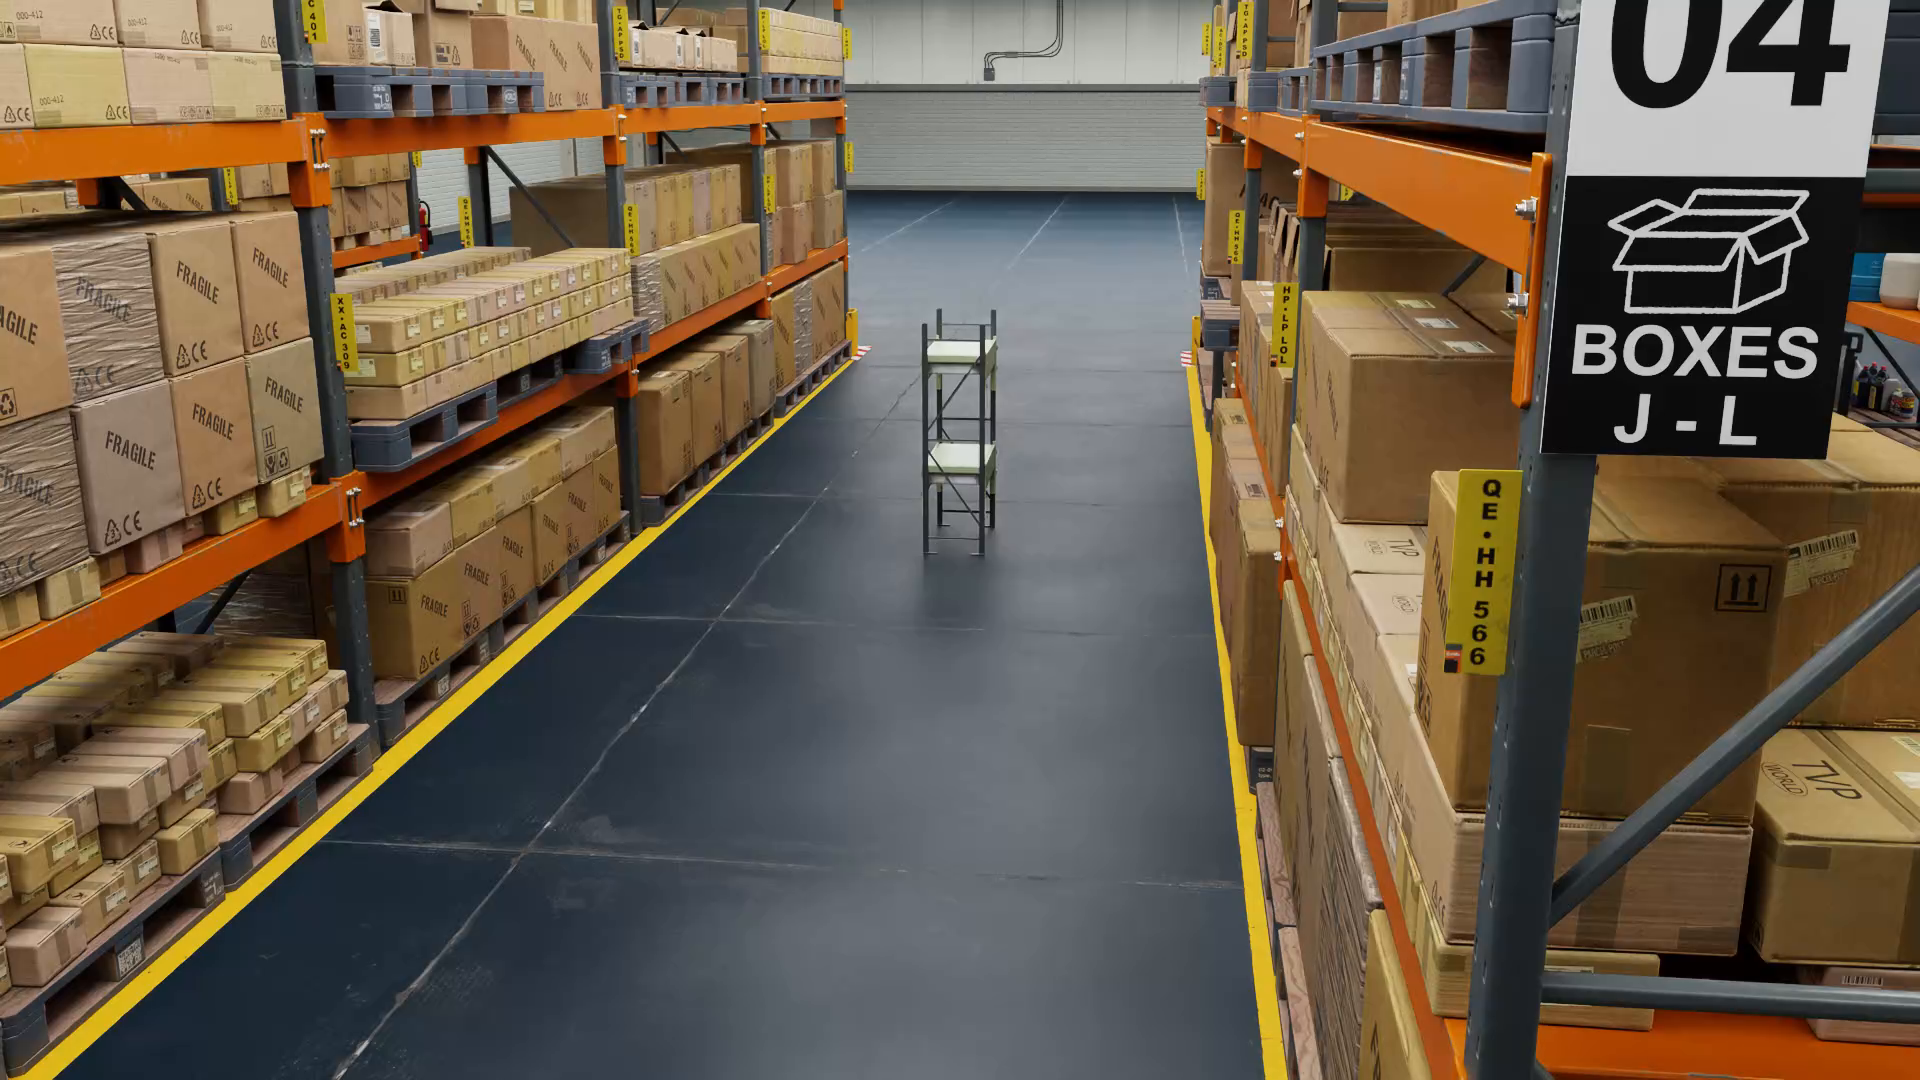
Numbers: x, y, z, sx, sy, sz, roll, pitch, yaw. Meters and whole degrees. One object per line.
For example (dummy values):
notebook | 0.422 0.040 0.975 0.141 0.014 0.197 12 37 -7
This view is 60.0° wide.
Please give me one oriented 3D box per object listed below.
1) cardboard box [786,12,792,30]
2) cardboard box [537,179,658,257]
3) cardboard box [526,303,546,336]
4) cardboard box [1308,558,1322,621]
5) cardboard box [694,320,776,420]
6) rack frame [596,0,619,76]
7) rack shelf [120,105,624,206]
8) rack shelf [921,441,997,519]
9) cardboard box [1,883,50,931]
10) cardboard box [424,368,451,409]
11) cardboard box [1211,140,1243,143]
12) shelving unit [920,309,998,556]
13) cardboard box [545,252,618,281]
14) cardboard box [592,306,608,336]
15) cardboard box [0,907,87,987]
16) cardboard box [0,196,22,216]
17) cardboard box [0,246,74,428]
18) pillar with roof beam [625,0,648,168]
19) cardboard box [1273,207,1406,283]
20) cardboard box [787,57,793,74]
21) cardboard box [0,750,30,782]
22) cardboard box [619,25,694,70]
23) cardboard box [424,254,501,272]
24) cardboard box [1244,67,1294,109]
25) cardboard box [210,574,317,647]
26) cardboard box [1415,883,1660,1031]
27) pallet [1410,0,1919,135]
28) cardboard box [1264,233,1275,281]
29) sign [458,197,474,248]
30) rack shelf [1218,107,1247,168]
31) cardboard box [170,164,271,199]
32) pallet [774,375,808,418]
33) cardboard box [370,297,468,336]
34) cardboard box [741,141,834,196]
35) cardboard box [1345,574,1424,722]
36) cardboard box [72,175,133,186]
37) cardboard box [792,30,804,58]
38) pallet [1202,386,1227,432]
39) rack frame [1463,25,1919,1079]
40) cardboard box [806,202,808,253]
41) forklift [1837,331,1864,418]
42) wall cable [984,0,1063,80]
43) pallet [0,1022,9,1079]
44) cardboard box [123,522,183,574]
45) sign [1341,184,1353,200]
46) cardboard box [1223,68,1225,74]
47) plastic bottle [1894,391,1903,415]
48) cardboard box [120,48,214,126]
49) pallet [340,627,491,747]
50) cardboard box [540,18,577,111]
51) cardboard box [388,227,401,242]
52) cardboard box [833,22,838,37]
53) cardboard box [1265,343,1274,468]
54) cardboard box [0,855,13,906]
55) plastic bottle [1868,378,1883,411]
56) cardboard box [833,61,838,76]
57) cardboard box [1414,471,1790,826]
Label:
cardboard box | -1.757 -4.785 15.321 0.380 0.149 0.250 1 15 5
cardboard box | -2.555 -2.281 11.743 0.700 0.500 0.500 1 15 5
cardboard box | -2.447 -1.184 8.902 0.380 0.149 0.250 1 15 5
cardboard box | 1.315 0.167 5.280 0.380 0.149 0.250 1 15 5
cardboard box | -2.201 -1.493 14.442 1.050 0.750 0.750 2 15 6
rack frame | -2.672 -4.398 10.188 1.000 3.000 0.127 2 15 6
rack shelf | -2.897 -2.084 8.756 1.077 0.370 4.000 2 15 6
rack shelf | 0.001 -0.411 11.058 0.431 0.370 0.720 2 15 6
cardboard box | -3.172 1.132 5.316 0.380 0.149 0.250 2 15 9
cardboard box | -2.596 -0.707 7.707 0.380 0.149 0.250 2 15 7
cardboard box | 2.646 -3.556 15.889 0.500 0.500 0.500 2 15 6
shelving unit | 0.001 -0.726 10.973 0.431 1.500 0.755 2 15 6
cardboard box | -2.302 -1.665 10.111 0.380 0.149 0.250 2 15 6
cardboard box | -2.329 -1.311 9.942 0.380 0.149 0.250 2 15 7
cardboard box | -3.041 1.291 5.300 0.380 0.149 0.250 1 15 4
cardboard box | -7.269 -2.262 12.214 0.500 0.500 0.500 2 15 9
cardboard box | -3.074 -0.608 4.988 0.500 0.500 0.500 1 15 4
pillar with roof beam | -4.943 -14.238 46.578 9.100 9.000 0.400 2 15 6
cardboard box | 2.070 -1.504 8.866 0.797 0.503 0.637 2 15 8
cardboard box | -1.756 -4.399 15.422 0.380 0.149 0.250 1 15 5
cardboard box | -3.503 0.846 5.803 0.380 0.149 0.250 1 15 4
cardboard box | -2.257 -3.603 12.167 0.500 0.311 0.500 1 15 5
cardboard box | -2.976 -1.624 9.957 0.380 0.149 0.250 2 15 6
cardboard box | 2.055 -2.836 10.445 0.500 0.250 0.500 2 15 6
cardboard box | -3.290 0.340 8.144 0.500 0.500 0.500 1 15 5
cardboard box | 1.056 0.764 3.071 0.380 0.149 0.250 2 15 7
pallet | 1.416 -0.853 2.994 1.003 0.211 1.213 2 15 6
cardboard box | 2.266 -1.722 10.789 0.500 0.500 0.500 0 15 -1
sign | -3.224 -2.077 10.878 0.100 0.325 0.005 2 15 6
rack shelf | 2.471 -2.949 11.955 1.077 0.370 4.000 2 15 6
cardboard box | -6.885 -3.442 15.466 0.700 0.500 0.500 2 15 6
pallet | -2.057 -1.389 15.893 1.003 0.211 1.213 2 15 6
cardboard box | -2.565 -1.061 7.877 0.380 0.149 0.250 2 15 7
cardboard box | -1.820 -3.930 17.595 0.875 0.550 0.550 2 15 6
cardboard box | 1.249 0.277 4.110 0.500 0.250 0.500 1 15 4
cardboard box | -7.050 -2.990 13.664 0.380 0.149 0.250 1 15 4
cardboard box | -1.775 -4.690 15.736 0.500 0.250 0.500 2 15 6
pallet | 2.737 -1.197 15.183 1.003 0.211 1.213 2 15 6
rack frame | 1.343 0.745 2.661 1.000 3.000 0.127 2 15 6
cardboard box | -2.013 -3.129 16.698 0.875 0.550 0.500 2 15 6
forklift | 5.387 -1.455 10.929 1.130 2.935 3.031 -12 19 -36
wall cable | 1.857 -16.448 48.235 2.305 6.003 0.169 2 15 6
pallet | -3.439 1.689 4.510 1.003 0.211 1.213 2 15 6
cardboard box | -2.987 0.012 5.851 0.380 0.149 0.250 1 15 4
sign | 3.248 -2.911 13.963 0.100 0.325 0.005 2 15 6
cardboard box | 2.509 -4.163 14.587 0.380 0.149 0.250 1 15 3
plastic bottle | 8.101 -1.179 14.295 0.097 0.201 0.097 0 15 0
cardboard box | -2.978 -1.576 5.785 0.500 0.250 0.500 2 15 6
pallet | -3.037 0.679 8.246 1.003 0.211 1.213 2 15 6
cardboard box | -2.527 -2.713 9.511 0.500 0.500 0.500 2 15 6
cardboard box | -6.447 -3.403 18.483 0.380 0.149 0.250 2 15 6
cardboard box | -1.499 -5.378 17.515 0.380 0.149 0.250 2 15 7
cardboard box | 1.638 -0.598 7.437 0.500 0.500 0.500 2 15 8
cardboard box | -3.124 1.058 5.020 0.380 0.149 0.250 2 15 8
plastic bottle | 7.993 -1.280 14.511 0.061 0.283 0.133 2 15 6
cardboard box | -1.499 -4.993 17.621 0.380 0.149 0.250 2 15 7
cardboard box | 1.136 0.178 3.040 0.500 0.500 0.500 2 15 7
